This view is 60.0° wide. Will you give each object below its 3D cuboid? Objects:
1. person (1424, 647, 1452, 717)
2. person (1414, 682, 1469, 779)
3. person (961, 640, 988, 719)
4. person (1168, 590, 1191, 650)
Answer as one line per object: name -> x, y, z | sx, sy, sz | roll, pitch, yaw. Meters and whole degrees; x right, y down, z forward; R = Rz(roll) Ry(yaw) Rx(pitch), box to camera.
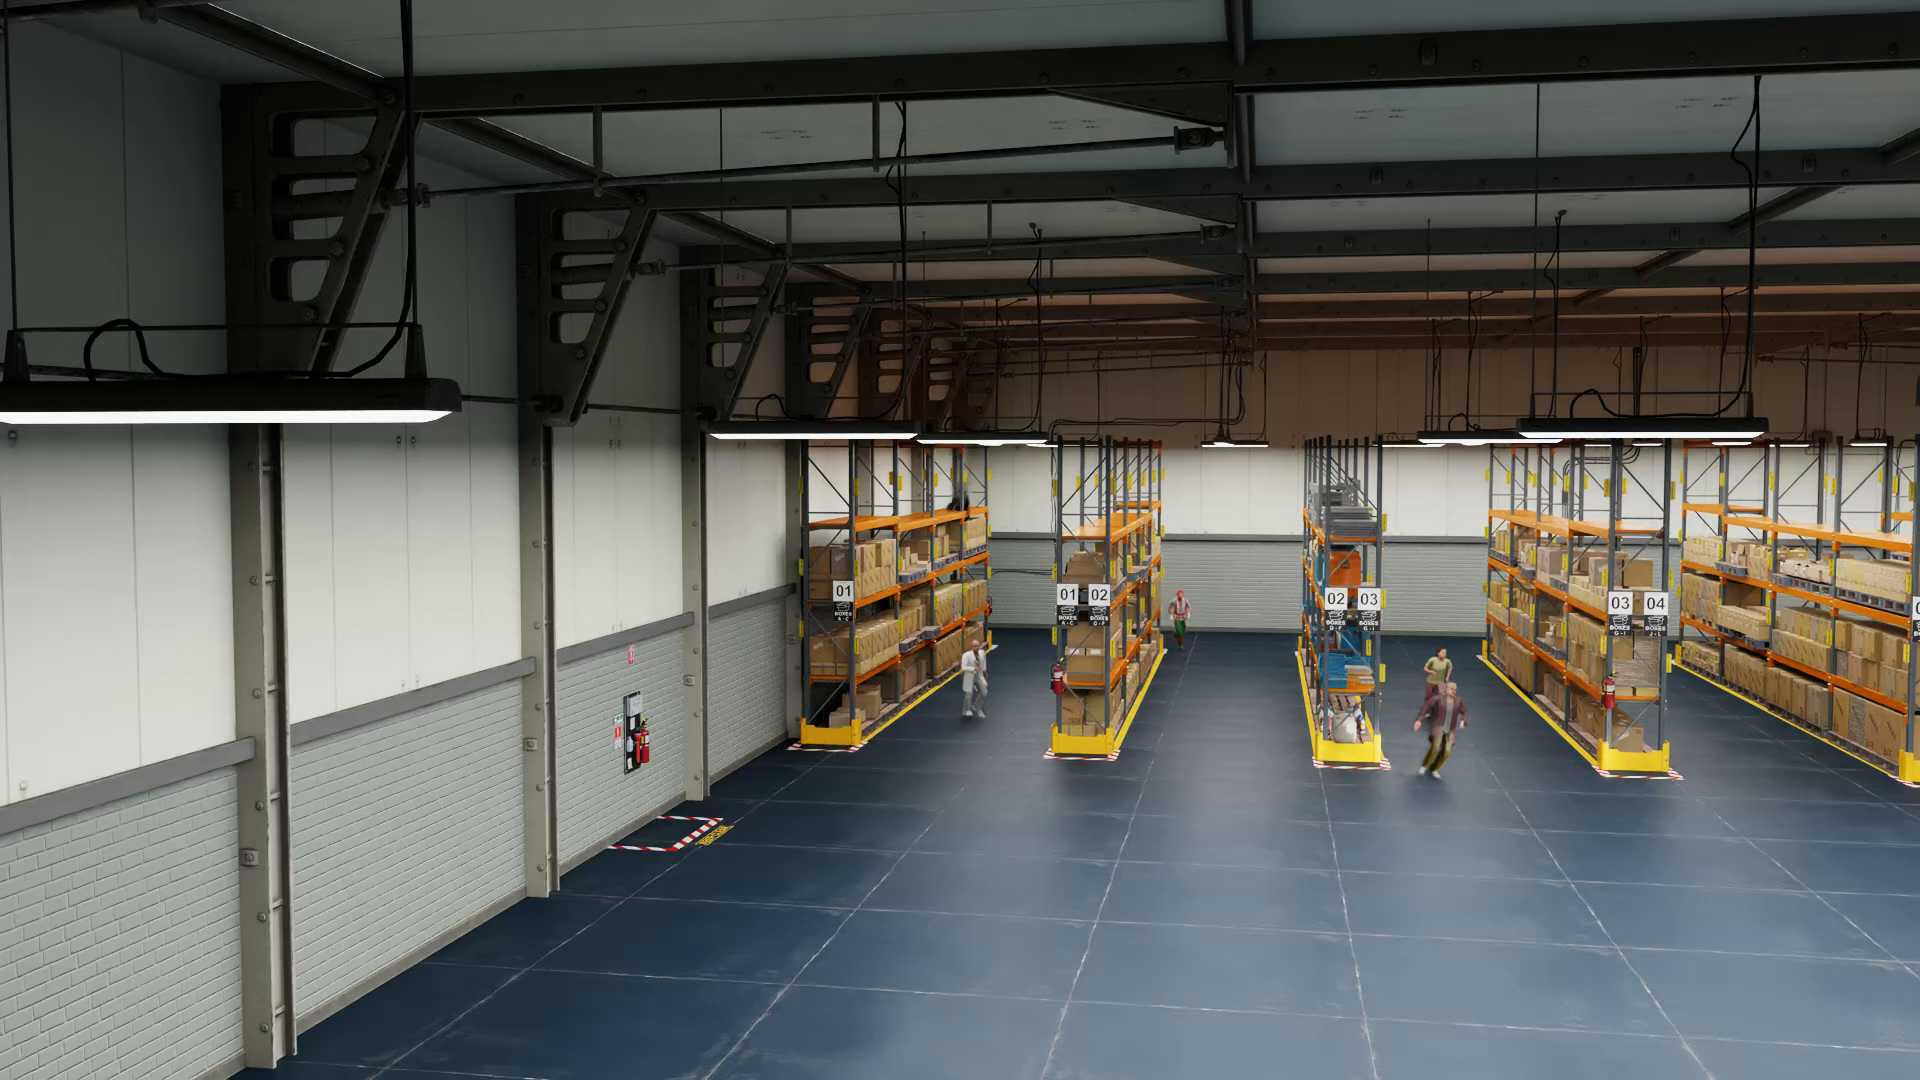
person -> 10.082, 3.039, 35.254 | 0.650, 1.601, 0.793 | 1, 3, 18
person -> 8.450, 3.337, 29.019 | 0.902, 1.712, 0.670 | 0, 3, -7
person -> 0.308, 2.958, 35.344 | 0.706, 1.697, 1.015 | -1, 3, -21
person -> 6.304, 2.282, 47.901 | 0.676, 1.741, 0.788 | -1, 3, -10
